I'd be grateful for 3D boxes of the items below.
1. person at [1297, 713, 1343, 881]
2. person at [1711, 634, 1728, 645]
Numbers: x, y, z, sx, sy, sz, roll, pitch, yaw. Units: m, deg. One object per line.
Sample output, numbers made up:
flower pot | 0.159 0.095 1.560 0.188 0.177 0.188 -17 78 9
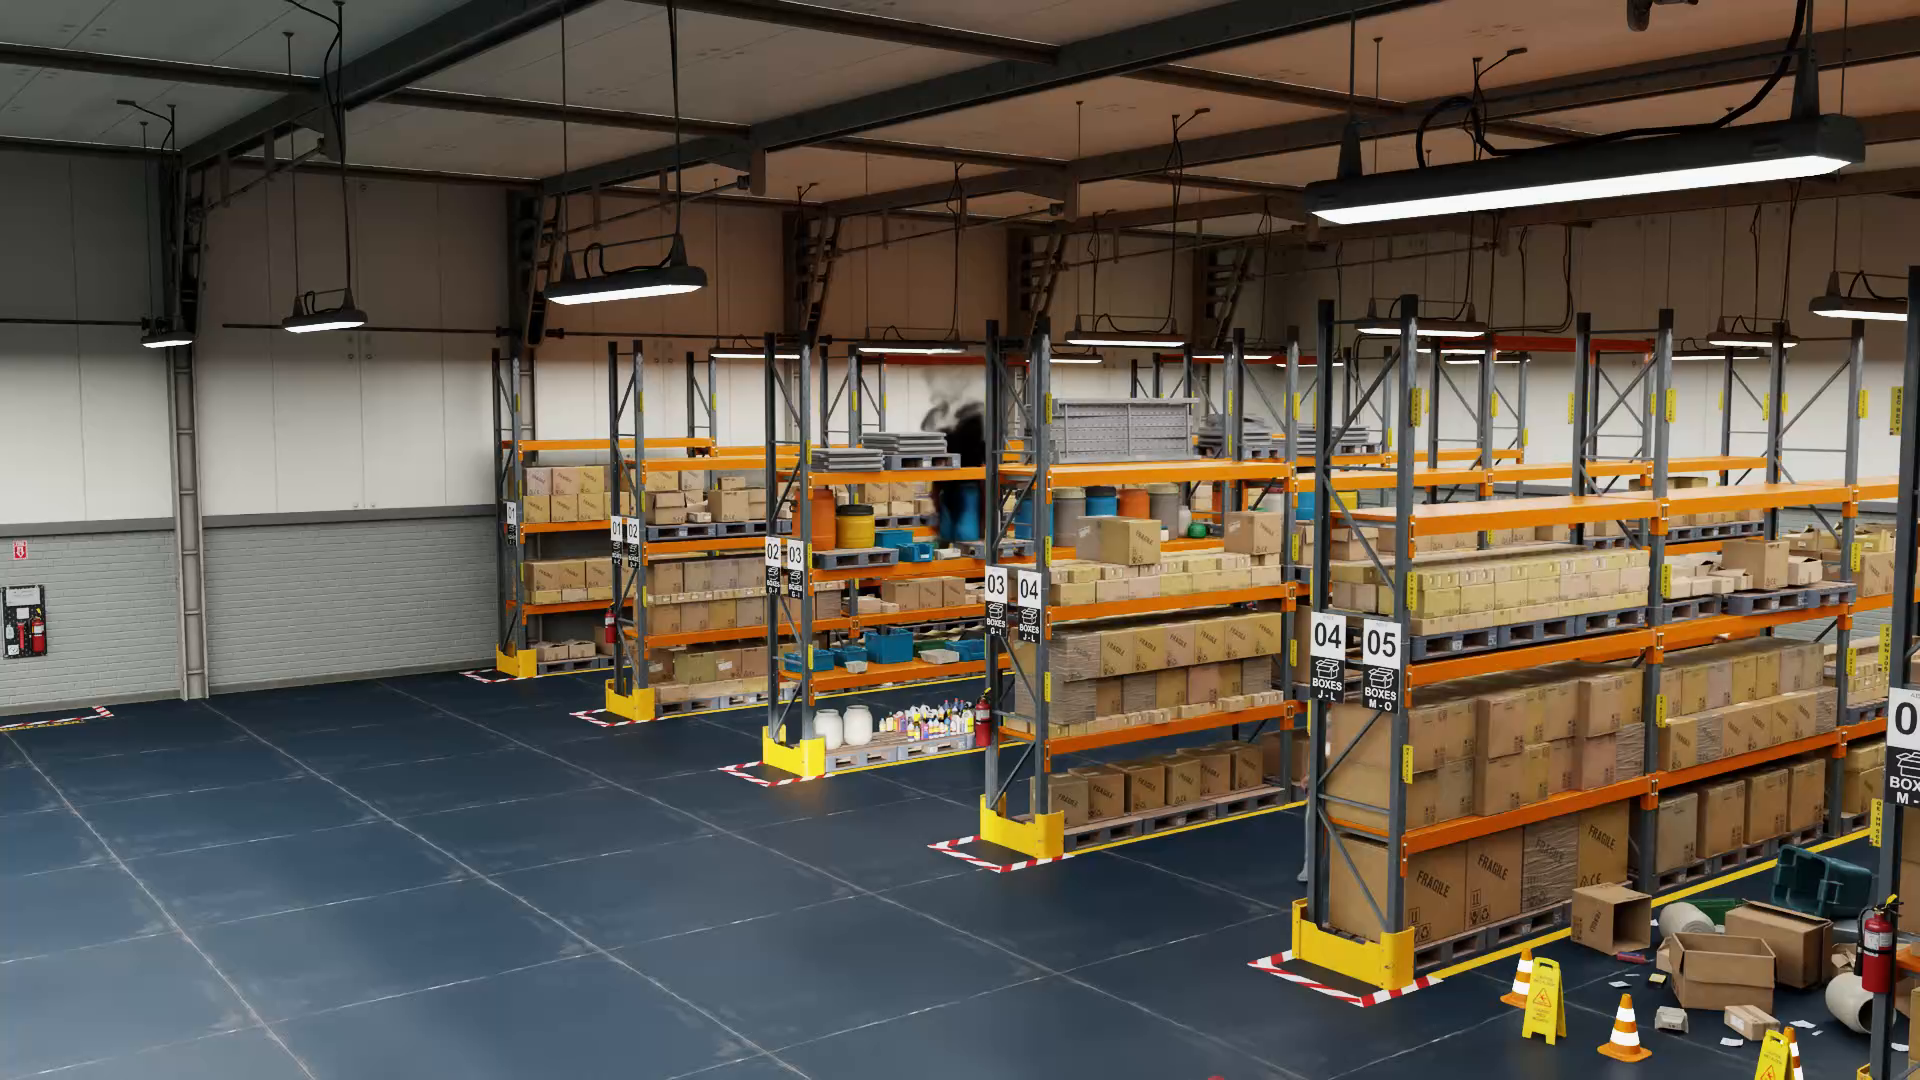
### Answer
person | 3.938 2.705 17.762 0.668 1.757 0.983 5 7 42
person | 10.883 2.164 23.930 0.638 1.804 0.871 4 7 41
